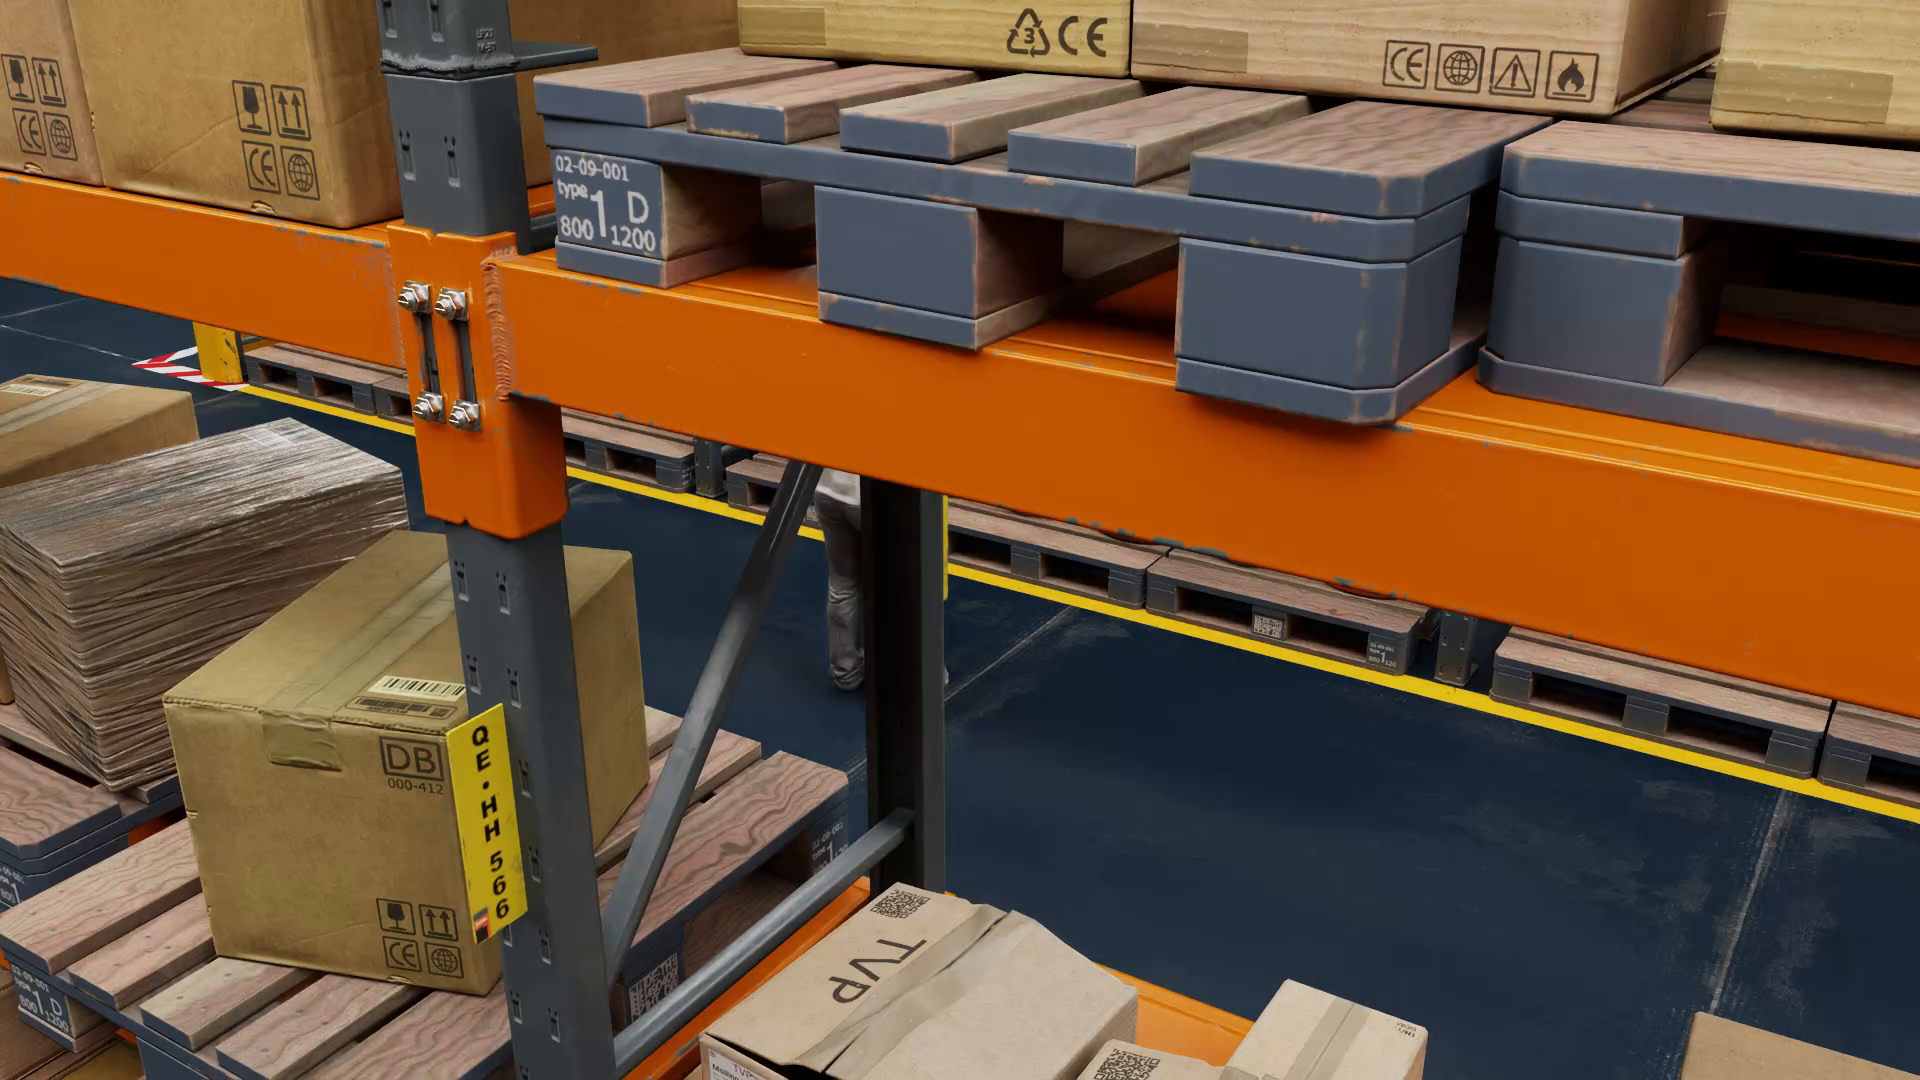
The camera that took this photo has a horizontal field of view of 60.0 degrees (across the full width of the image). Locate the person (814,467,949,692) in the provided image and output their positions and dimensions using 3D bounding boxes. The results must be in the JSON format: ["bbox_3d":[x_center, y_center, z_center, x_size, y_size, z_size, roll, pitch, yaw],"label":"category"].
[{"bbox_3d":[-0.342,-0.223,6.583,0.514,1.776,0.533,17,29,35],"label":"person"}]
